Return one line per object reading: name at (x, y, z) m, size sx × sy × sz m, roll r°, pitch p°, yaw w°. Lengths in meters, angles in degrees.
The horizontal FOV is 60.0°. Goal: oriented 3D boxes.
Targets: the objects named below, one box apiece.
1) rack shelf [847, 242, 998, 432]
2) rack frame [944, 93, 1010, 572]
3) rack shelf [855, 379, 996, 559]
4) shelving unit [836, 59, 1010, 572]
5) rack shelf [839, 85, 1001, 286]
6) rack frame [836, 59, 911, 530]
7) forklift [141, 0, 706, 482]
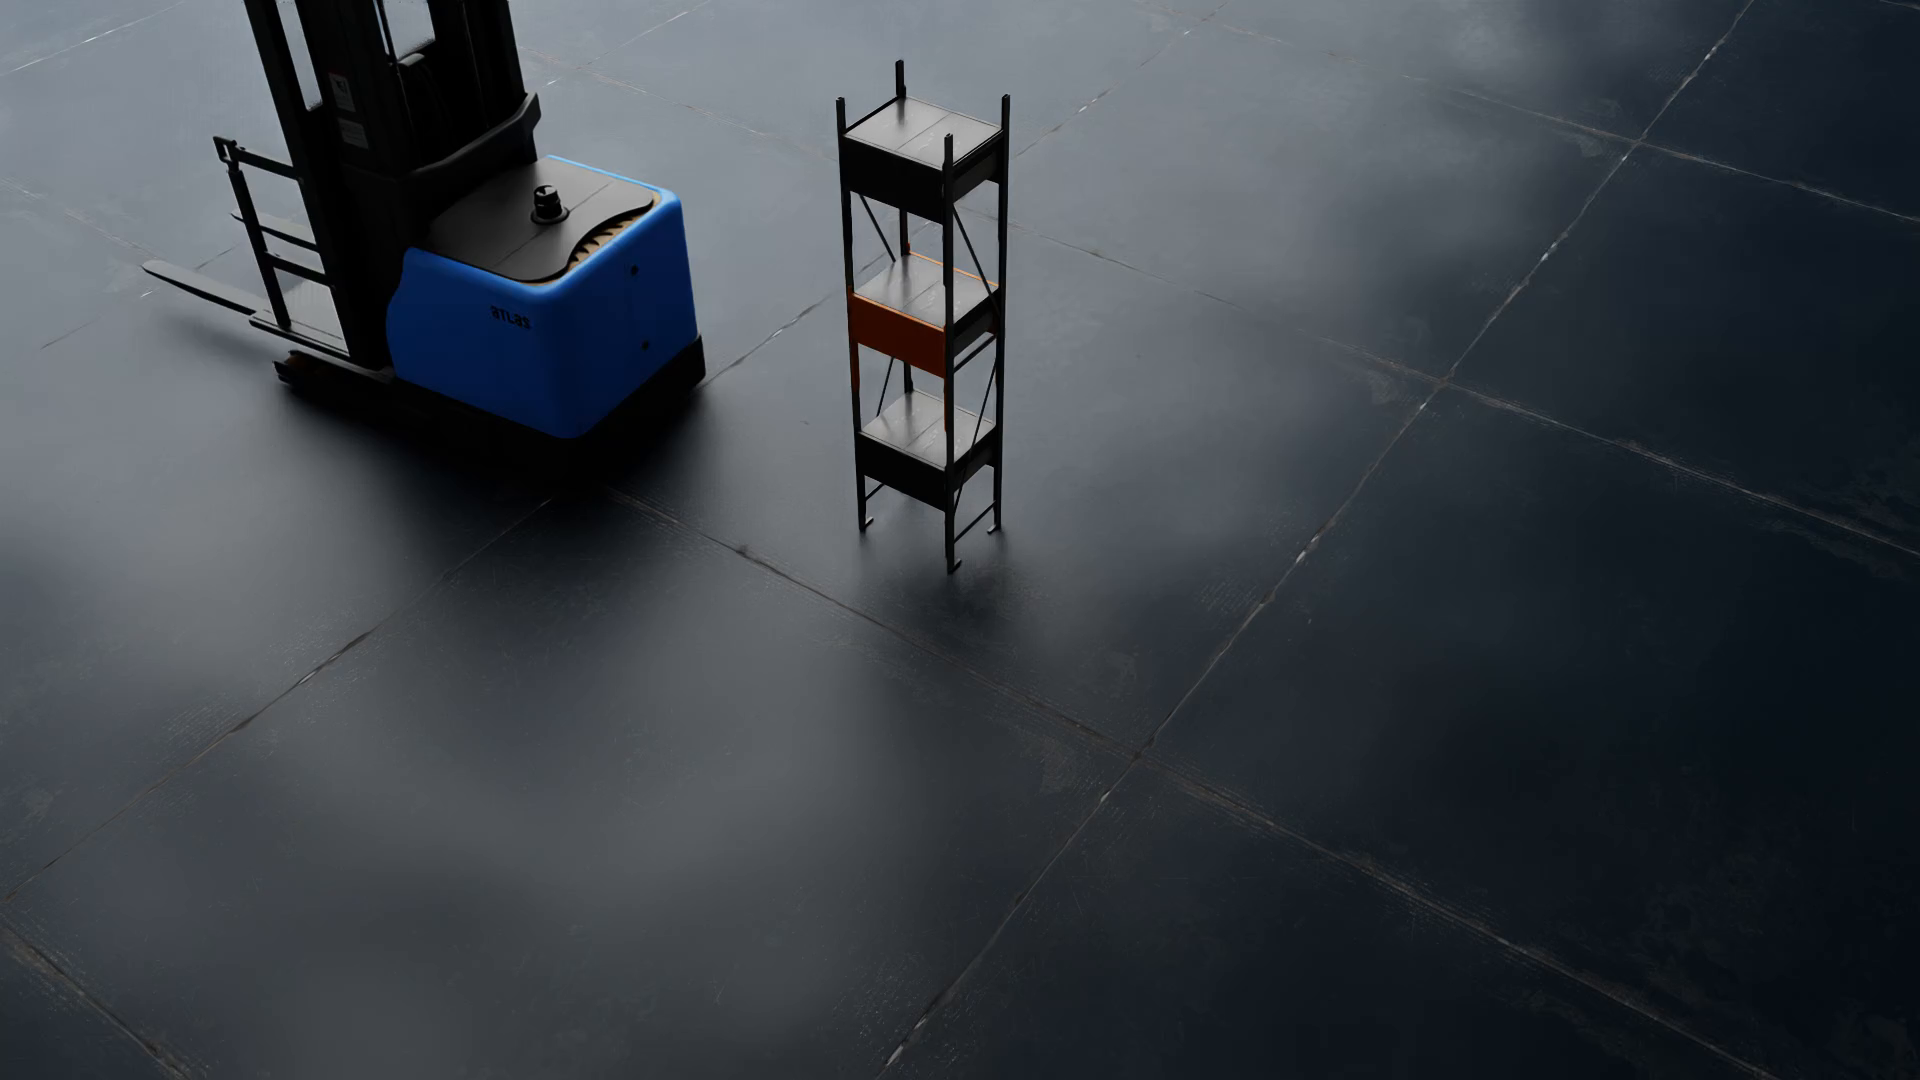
rack shelf at (-0.136, -0.836, 6.818) m, size 0.480 × 0.518 × 0.431 m, roll 25°, pitch 48°, yaw 25°
rack frame at (0.064, -0.752, 6.704) m, size 0.015 × 2.100 × 0.400 m, roll 25°, pitch 48°, yaw 25°
rack shelf at (-0.136, -0.314, 7.284) m, size 0.480 × 0.518 × 0.431 m, roll 25°, pitch 48°, yaw 25°
shelving unit at (-0.136, -0.846, 6.809) m, size 0.503 × 2.100 × 0.431 m, roll 25°, pitch 48°, yaw 25°
rack shelf at (-0.135, -1.357, 6.351) m, size 0.480 × 0.518 × 0.431 m, roll 25°, pitch 48°, yaw 25°
rack frame at (-0.335, -0.939, 6.913) m, size 0.015 × 2.100 × 0.400 m, roll 25°, pitch 48°, yaw 25°
forklift at (-2.803, -2.071, 7.554) m, size 3.031 × 2.935 × 1.130 m, roll 20°, pitch 46°, yaw 21°
